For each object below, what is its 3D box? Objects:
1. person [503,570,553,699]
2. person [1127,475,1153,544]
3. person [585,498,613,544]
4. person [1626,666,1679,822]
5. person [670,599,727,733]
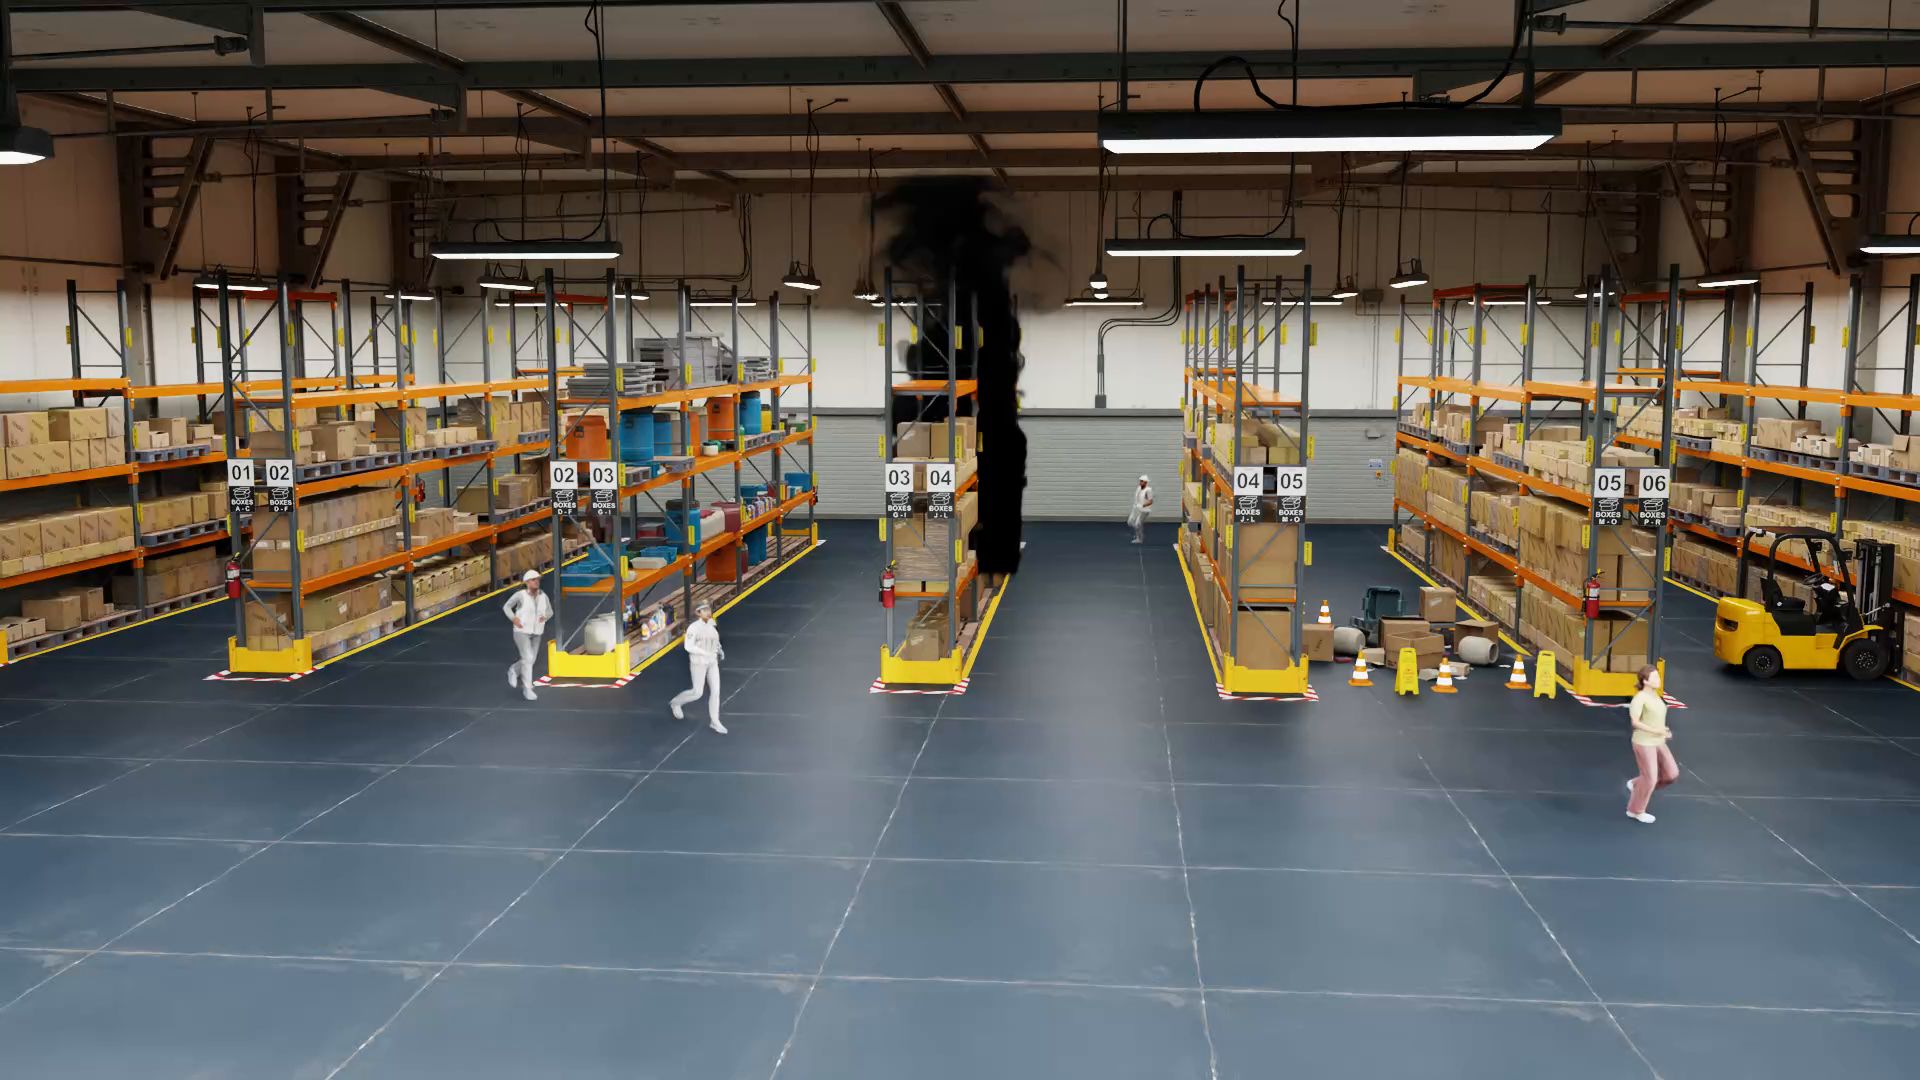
[{"bbox_3d":[-6.074,1.302,23.477,0.692,1.760,0.852,-6,9,-41],"label":"person"},{"bbox_3d":[4.375,-0.736,40.292,0.560,1.692,0.786,-5,8,-35],"label":"person"},{"bbox_3d":[-7.205,-0.248,33.590,0.711,1.826,1.008,-1,7,-7],"label":"person"},{"bbox_3d":[7.153,2.113,17.218,0.574,1.631,0.539,-6,9,-39],"label":"person"},{"bbox_3d":[-3.320,1.590,21.366,0.882,1.702,0.625,6,9,39],"label":"person"}]
